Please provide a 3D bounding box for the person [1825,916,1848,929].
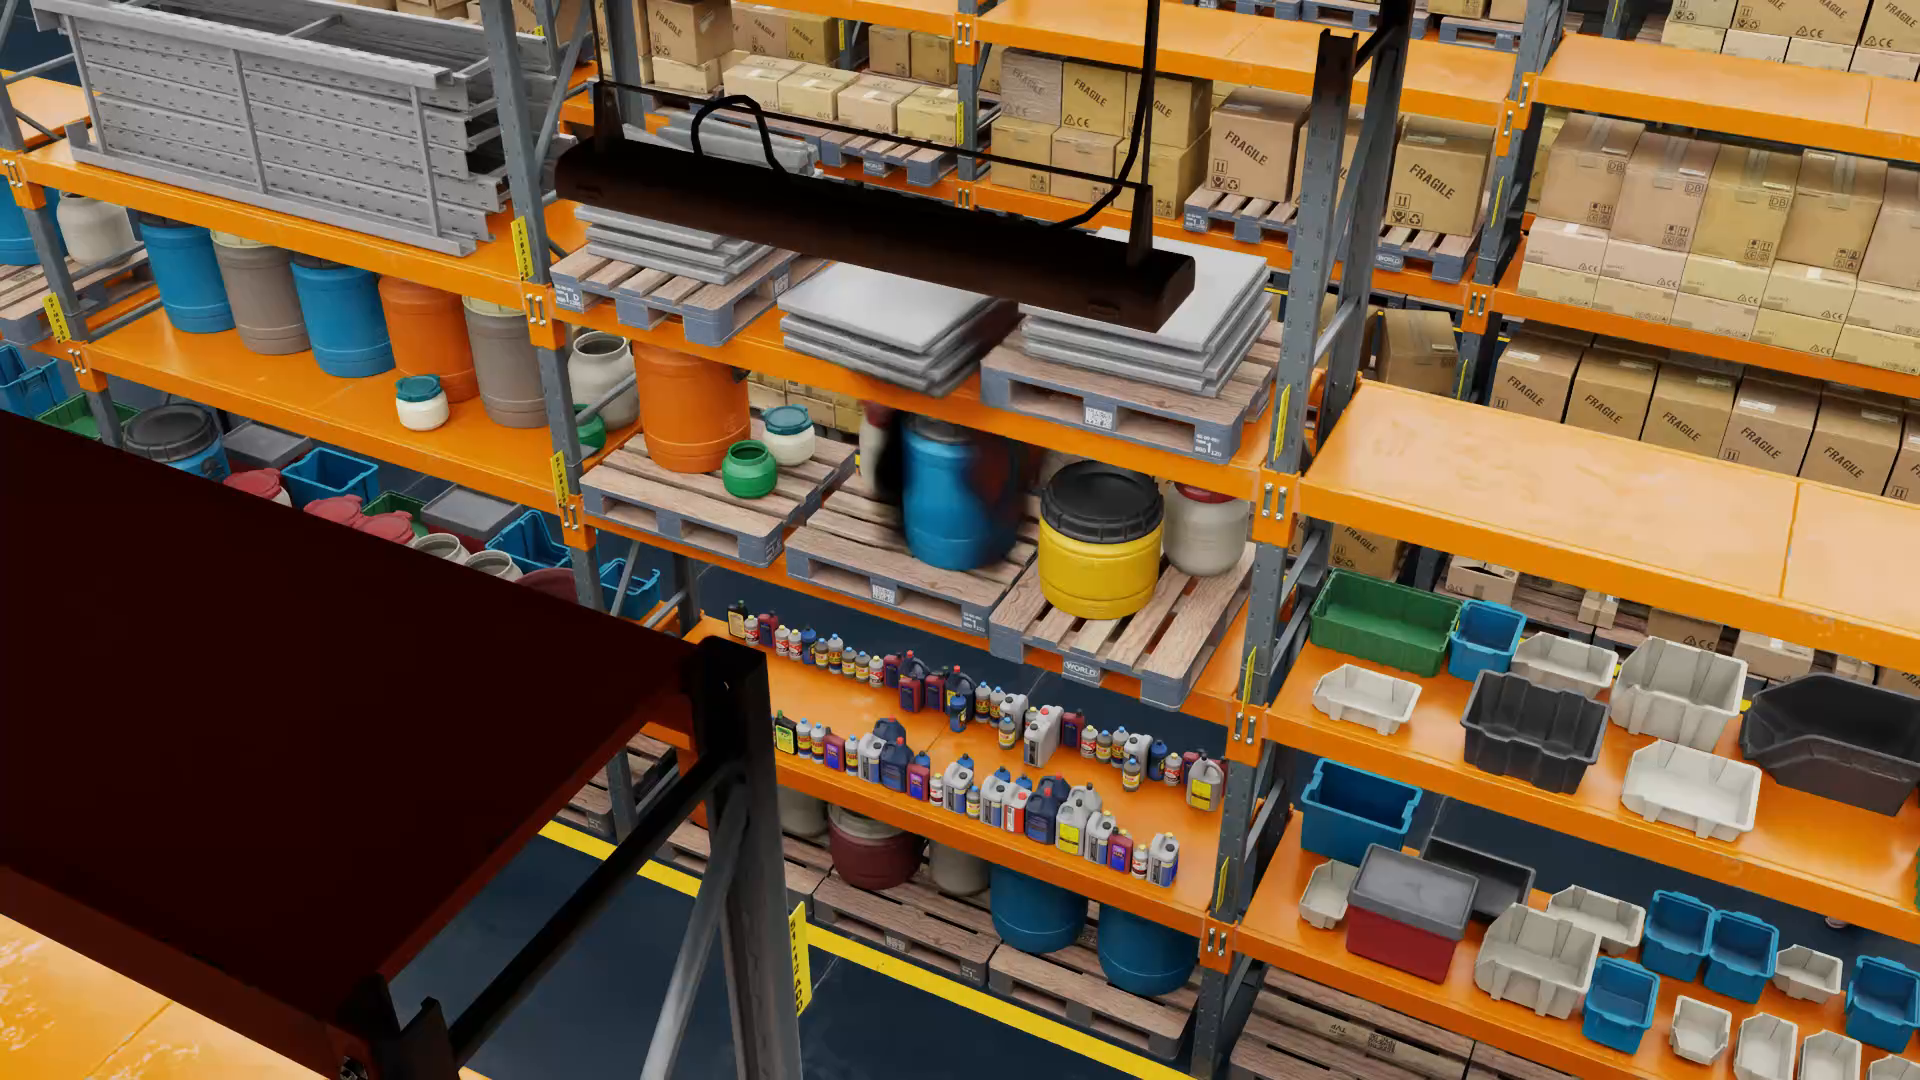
[{"bbox_3d":[5.647,1.728,9.975,0.456,1.663,0.463,-22,41,-28],"label":"person"}]
